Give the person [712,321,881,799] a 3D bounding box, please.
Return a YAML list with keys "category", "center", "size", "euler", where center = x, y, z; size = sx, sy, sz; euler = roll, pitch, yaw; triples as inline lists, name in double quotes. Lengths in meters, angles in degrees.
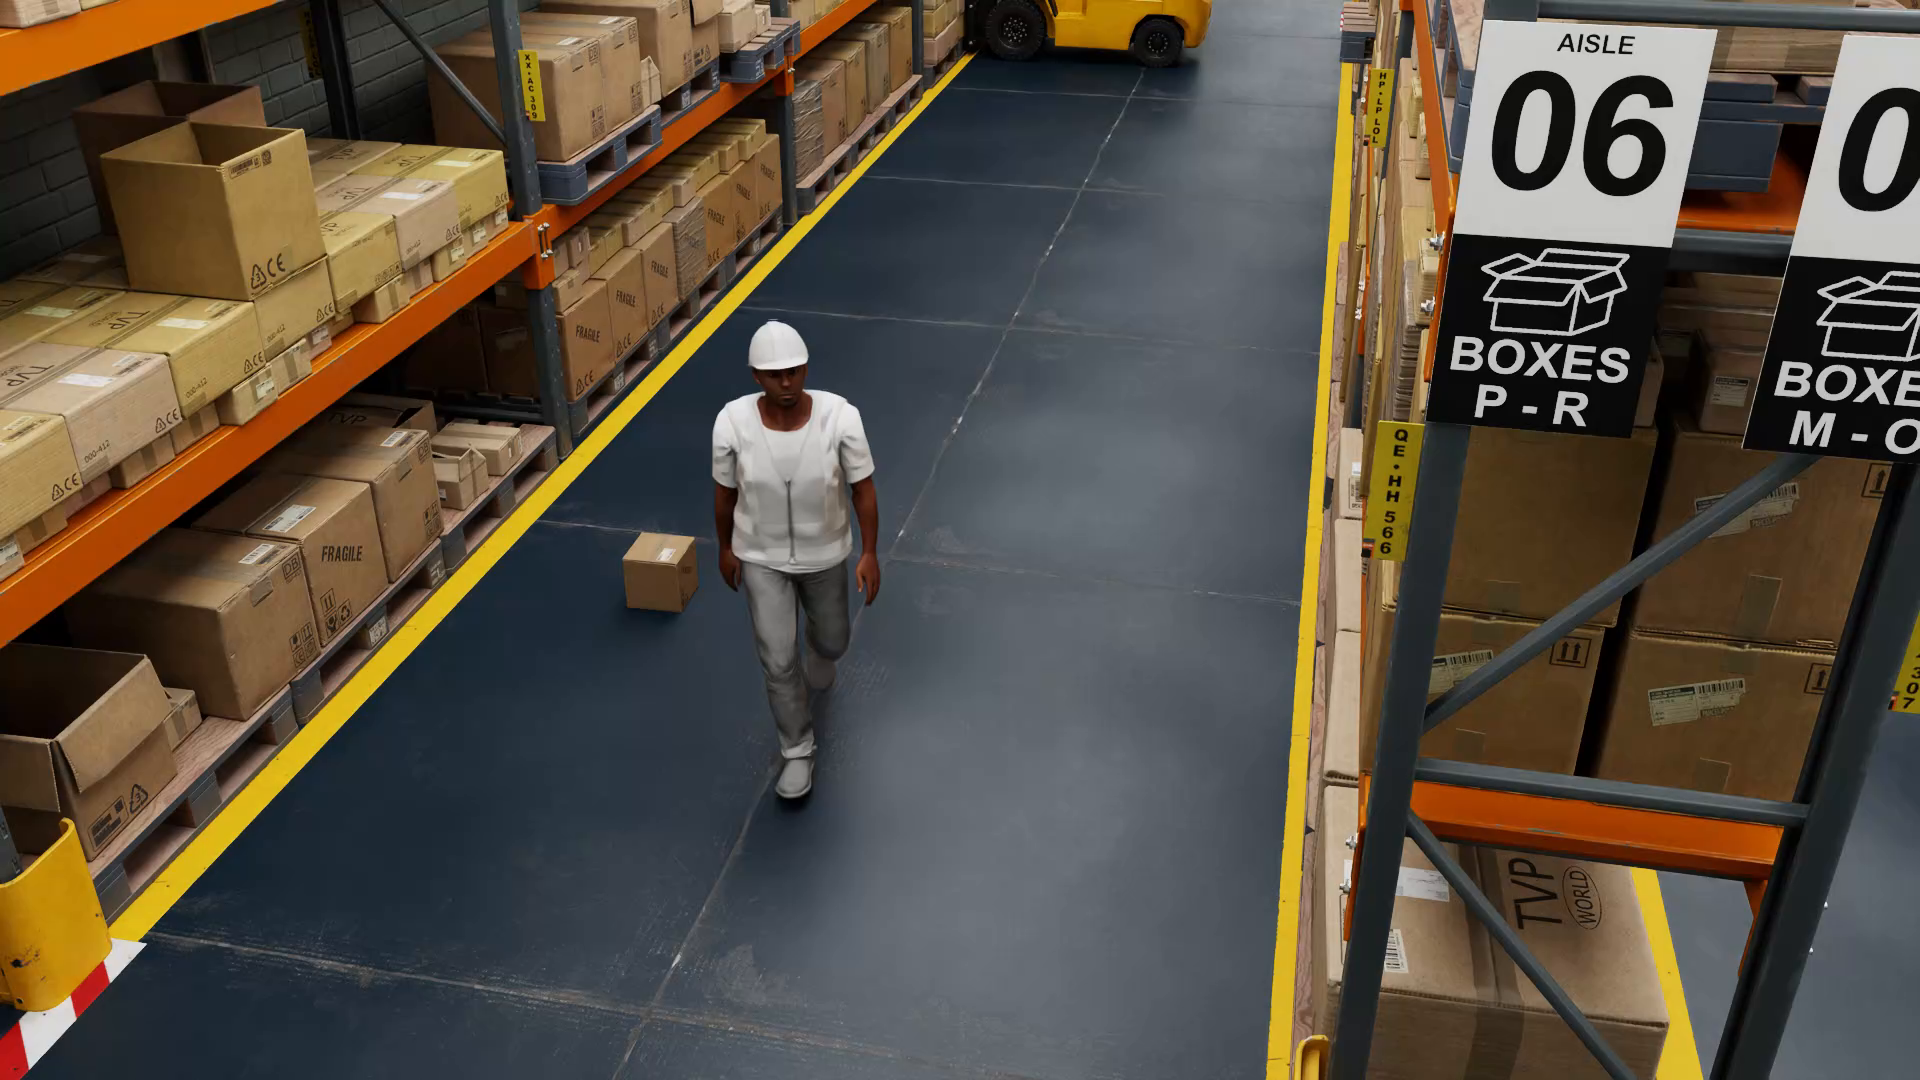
- category: "person"
  center: [-0.592, 0.015, 6.071]
  size: [0.589, 1.741, 0.899]
  euler: [-3, 29, -6]
